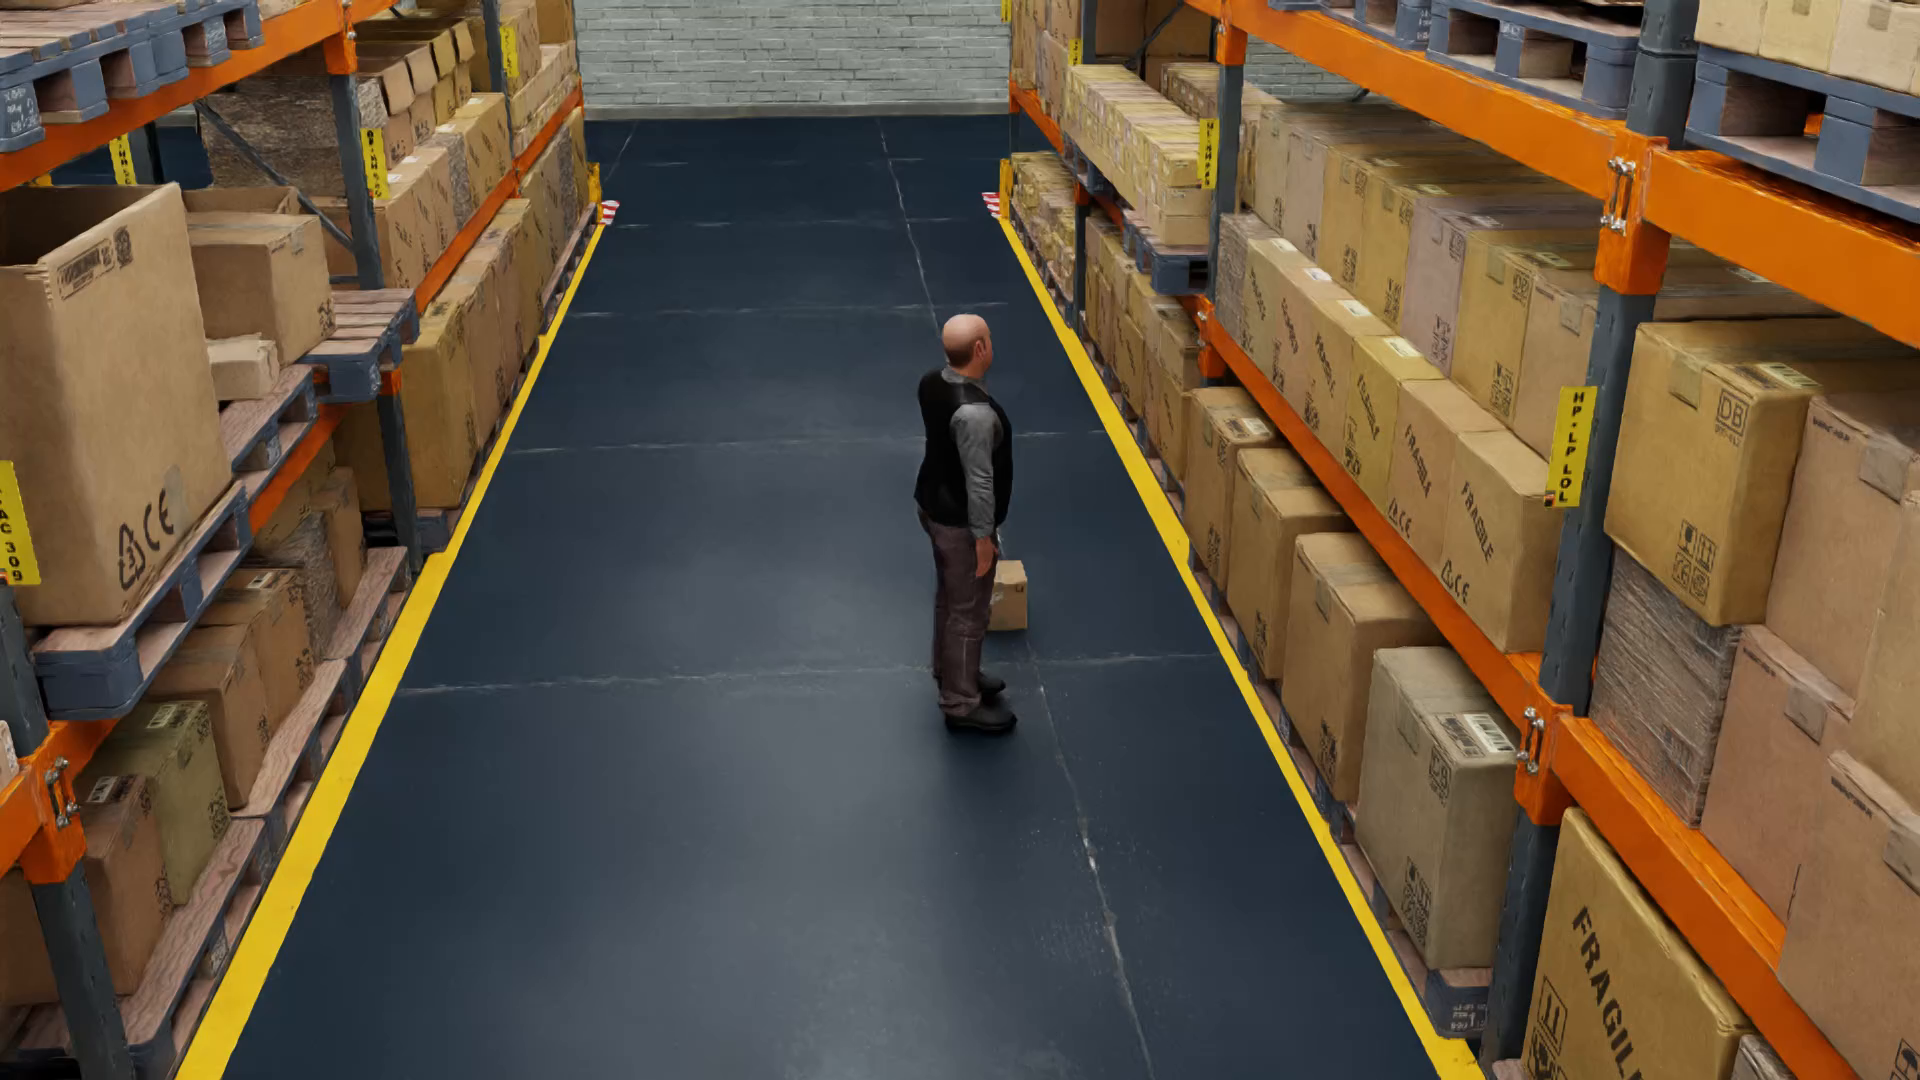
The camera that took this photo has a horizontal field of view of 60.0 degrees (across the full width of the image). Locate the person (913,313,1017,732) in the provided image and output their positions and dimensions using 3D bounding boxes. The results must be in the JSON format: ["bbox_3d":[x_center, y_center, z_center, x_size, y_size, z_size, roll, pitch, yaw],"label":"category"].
[{"bbox_3d":[0.032,-0.081,6.758,0.390,1.732,0.582,-7,25,-16],"label":"person"}]
